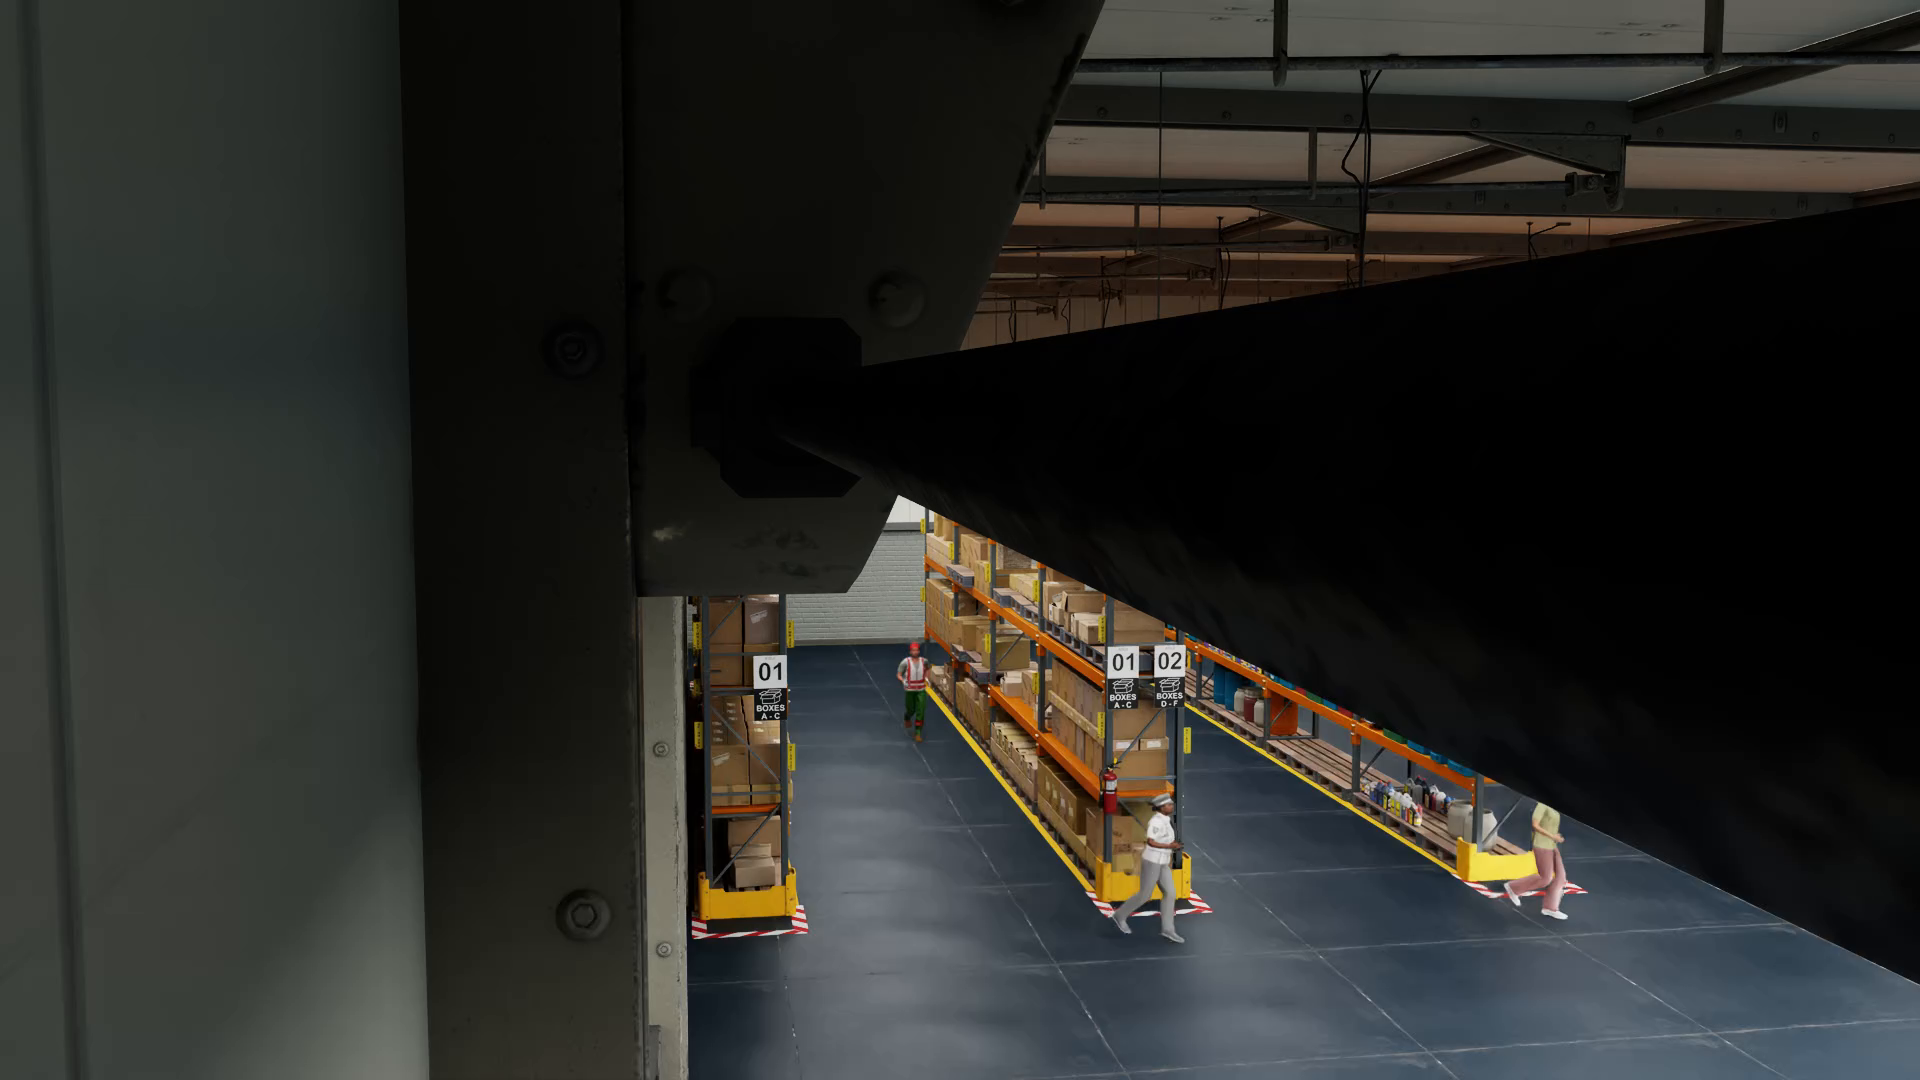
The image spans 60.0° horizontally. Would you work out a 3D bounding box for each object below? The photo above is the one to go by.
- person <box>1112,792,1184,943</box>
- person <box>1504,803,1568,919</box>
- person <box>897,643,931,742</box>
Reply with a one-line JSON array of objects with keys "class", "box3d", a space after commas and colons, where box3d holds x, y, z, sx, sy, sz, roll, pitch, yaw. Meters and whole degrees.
[{"class": "person", "box3d": [2.283, 3.787, 19.471, 0.882, 1.681, 0.618, 3, 6, 27]}, {"class": "person", "box3d": [7.092, 3.741, 20.253, 0.690, 1.646, 0.597, 3, 6, 32]}, {"class": "person", "box3d": [-0.829, 2.766, 30.557, 0.656, 1.783, 0.899, -1, 5, -14]}]
